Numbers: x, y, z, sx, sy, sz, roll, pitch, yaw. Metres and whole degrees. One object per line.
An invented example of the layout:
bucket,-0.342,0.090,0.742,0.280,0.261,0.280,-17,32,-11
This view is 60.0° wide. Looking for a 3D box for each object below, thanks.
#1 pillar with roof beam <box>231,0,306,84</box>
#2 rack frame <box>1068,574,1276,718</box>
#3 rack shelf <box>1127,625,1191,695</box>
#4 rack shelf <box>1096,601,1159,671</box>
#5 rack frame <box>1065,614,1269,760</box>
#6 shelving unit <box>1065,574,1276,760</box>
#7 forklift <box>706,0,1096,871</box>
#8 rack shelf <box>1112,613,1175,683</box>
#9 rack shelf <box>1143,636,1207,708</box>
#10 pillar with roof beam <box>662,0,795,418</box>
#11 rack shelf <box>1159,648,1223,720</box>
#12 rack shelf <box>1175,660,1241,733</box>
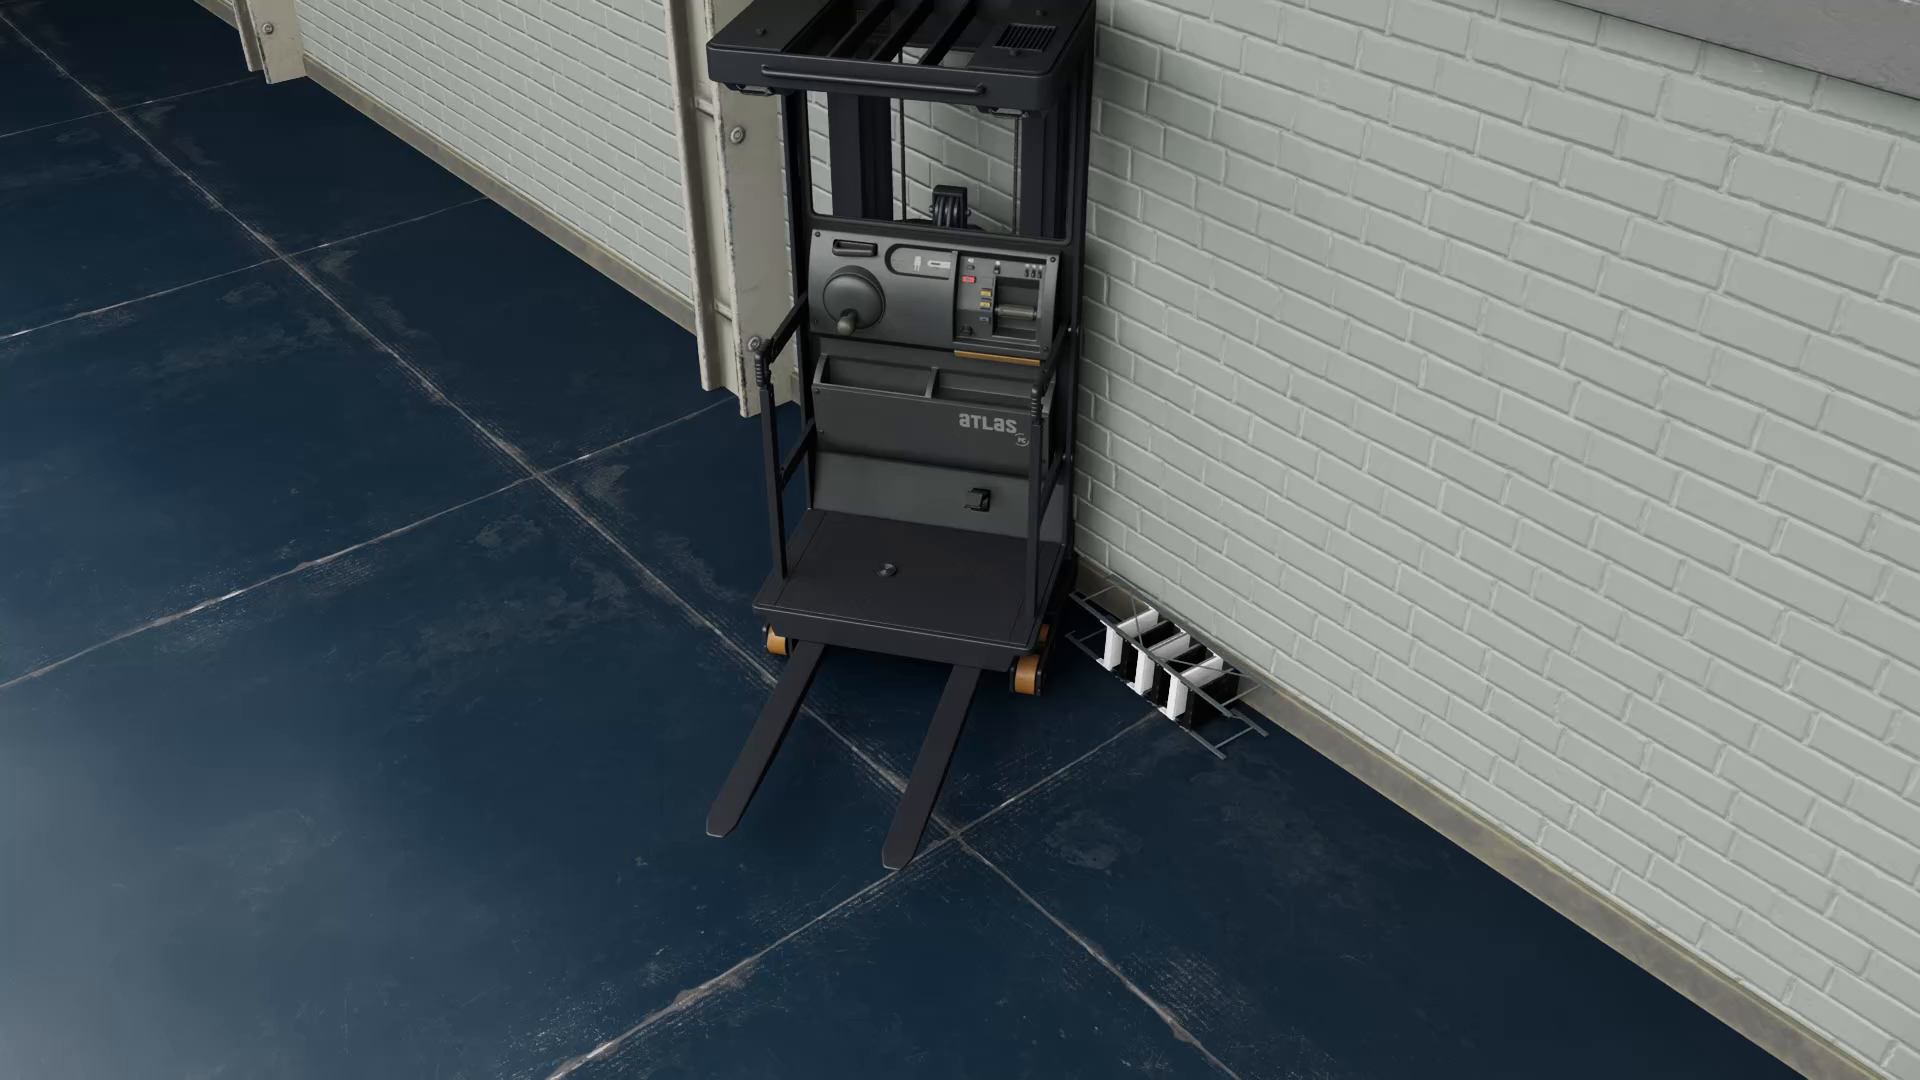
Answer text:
pillar with roof beam,-8.211,-5.453,7.164,9.100,9.000,0.400,-26,43,-32
rack frame,0.793,0.388,6.332,0.240,0.006,0.900,-22,41,-31
rack shelf,0.770,0.455,6.412,0.258,0.200,0.077,-22,41,-31
rack shelf,0.661,0.371,6.528,0.258,0.200,0.077,-22,41,-31
rack frame,0.787,0.555,6.448,0.240,0.006,0.900,-22,41,-31
shelving unit,0.790,0.471,6.390,0.258,0.210,0.900,-22,41,-31
forklift,-0.151,-0.845,5.907,1.130,2.935,3.031,8,36,11
rack shelf,0.716,0.413,6.470,0.258,0.200,0.077,-22,41,-31
rack shelf,0.824,0.498,6.354,0.258,0.200,0.077,-22,41,-31
pillar with roof beam,-4.339,-2.804,3.423,9.100,9.000,0.400,-26,43,-32
rack shelf,0.879,0.540,6.296,0.258,0.200,0.077,-22,41,-31
rack shelf,0.933,0.582,6.238,0.258,0.200,0.077,-22,41,-31
